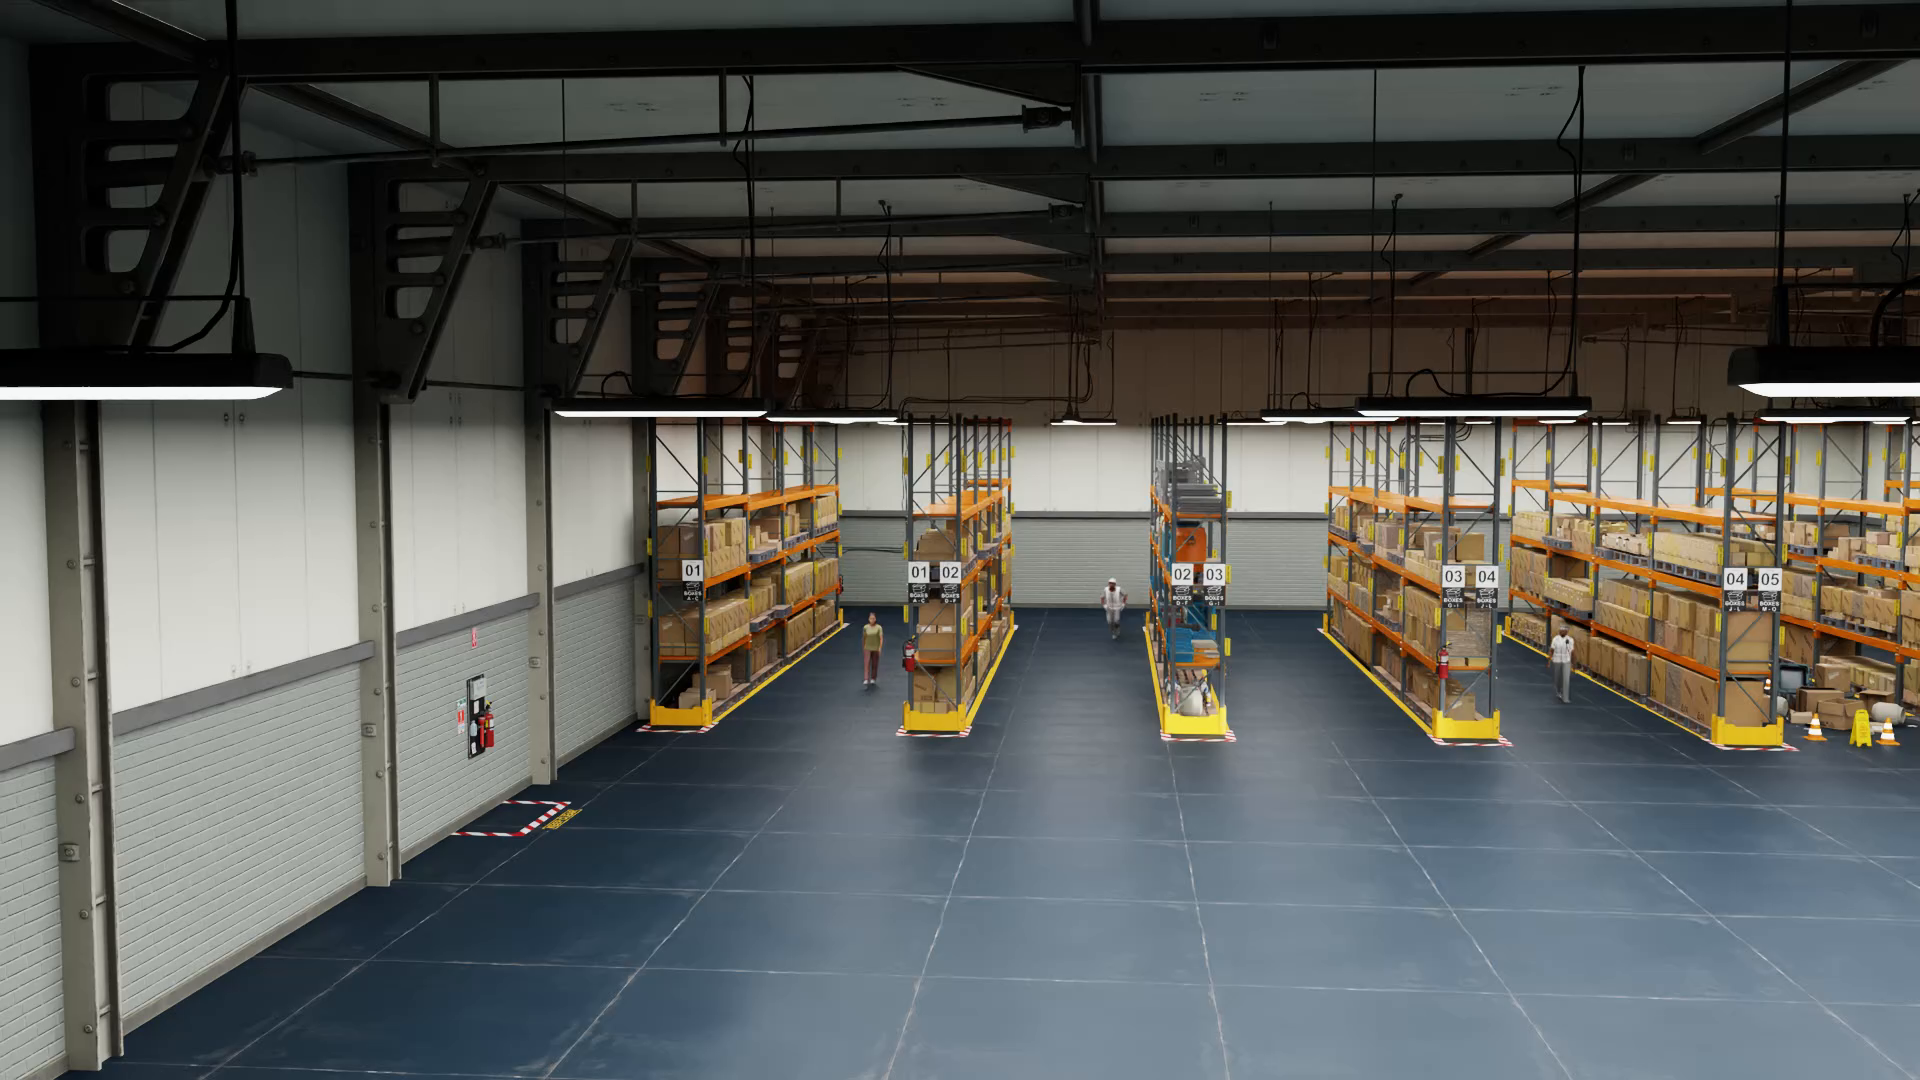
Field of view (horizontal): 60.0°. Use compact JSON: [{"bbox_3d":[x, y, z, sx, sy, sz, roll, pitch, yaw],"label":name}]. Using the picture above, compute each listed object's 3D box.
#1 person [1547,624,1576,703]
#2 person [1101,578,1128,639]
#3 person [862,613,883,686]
[{"bbox_3d":[12.579,2.555,34.782,0.564,1.620,1.030,2,4,22],"label":"person"},{"bbox_3d":[4.173,1.855,45.059,0.718,1.683,0.649,1,4,15],"label":"person"},{"bbox_3d":[-1.930,2.417,36.761,0.464,1.609,1.052,0,4,-5],"label":"person"}]
